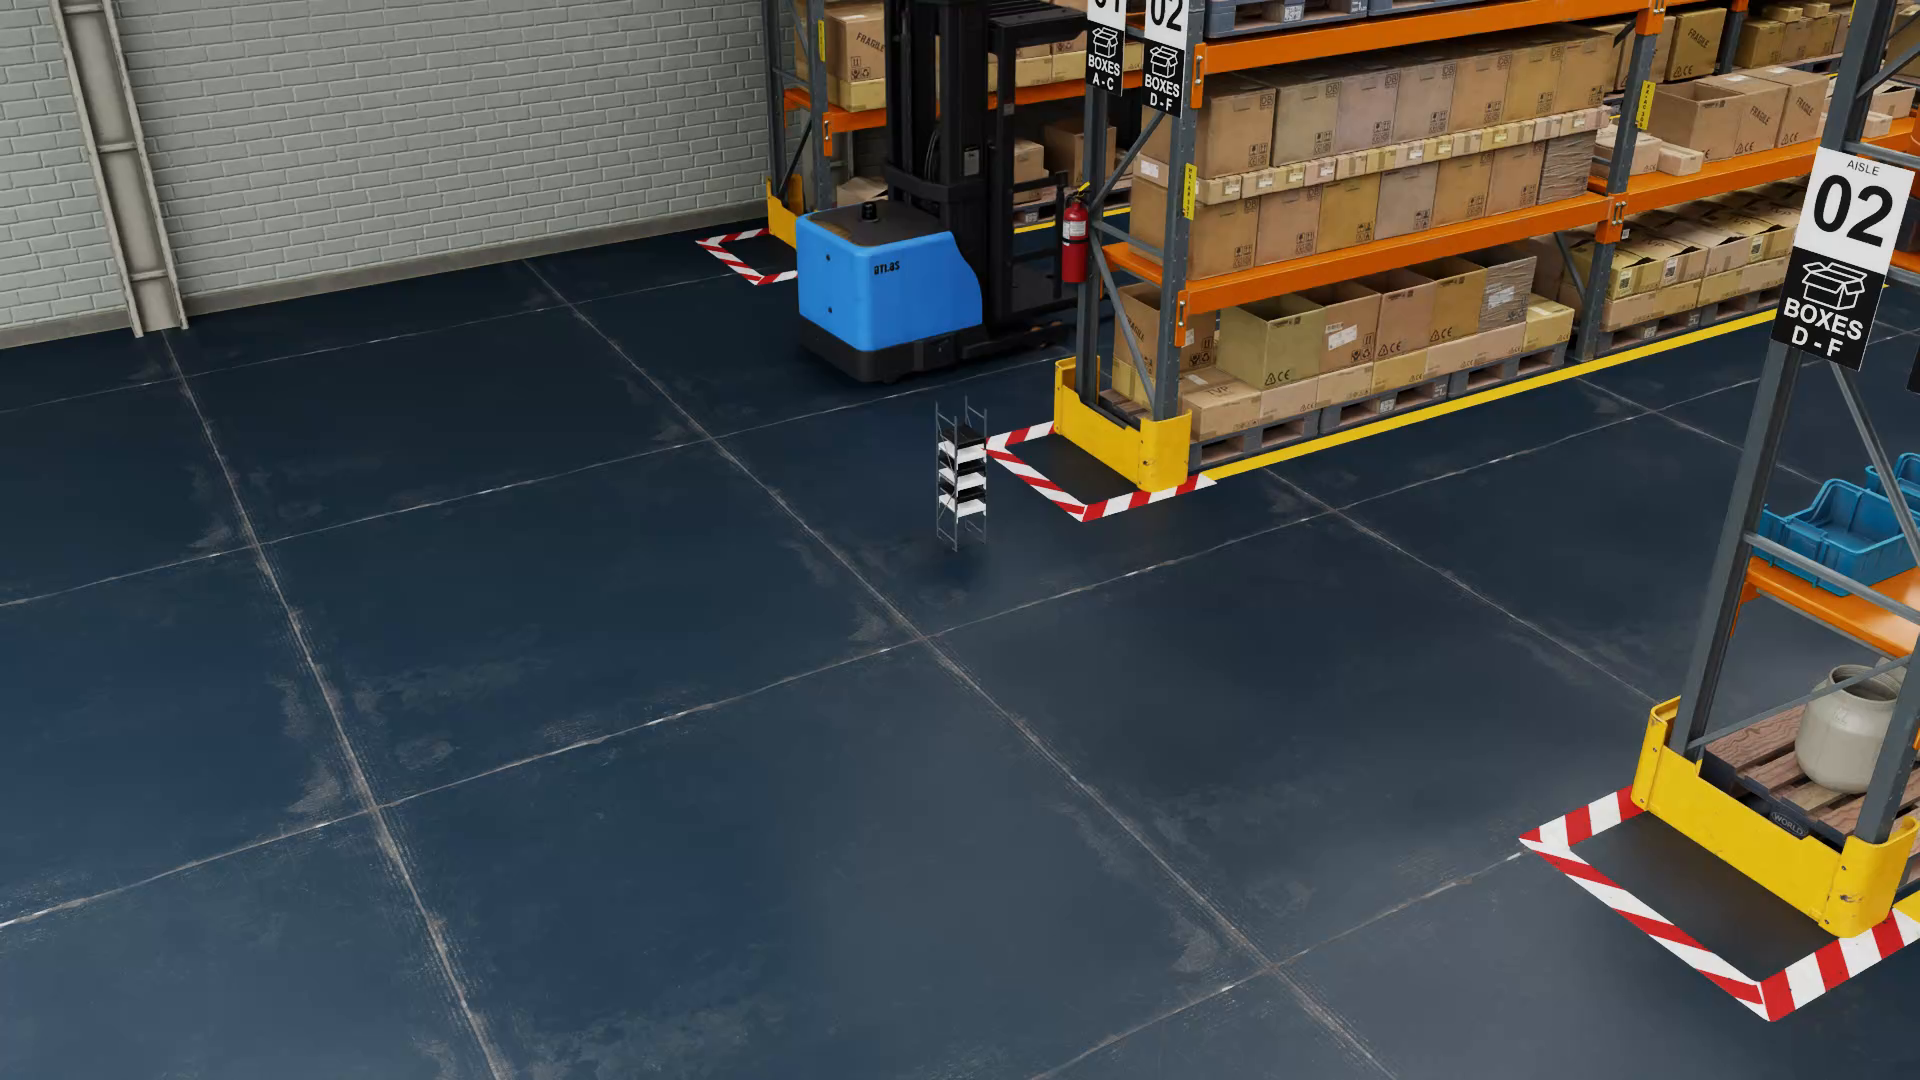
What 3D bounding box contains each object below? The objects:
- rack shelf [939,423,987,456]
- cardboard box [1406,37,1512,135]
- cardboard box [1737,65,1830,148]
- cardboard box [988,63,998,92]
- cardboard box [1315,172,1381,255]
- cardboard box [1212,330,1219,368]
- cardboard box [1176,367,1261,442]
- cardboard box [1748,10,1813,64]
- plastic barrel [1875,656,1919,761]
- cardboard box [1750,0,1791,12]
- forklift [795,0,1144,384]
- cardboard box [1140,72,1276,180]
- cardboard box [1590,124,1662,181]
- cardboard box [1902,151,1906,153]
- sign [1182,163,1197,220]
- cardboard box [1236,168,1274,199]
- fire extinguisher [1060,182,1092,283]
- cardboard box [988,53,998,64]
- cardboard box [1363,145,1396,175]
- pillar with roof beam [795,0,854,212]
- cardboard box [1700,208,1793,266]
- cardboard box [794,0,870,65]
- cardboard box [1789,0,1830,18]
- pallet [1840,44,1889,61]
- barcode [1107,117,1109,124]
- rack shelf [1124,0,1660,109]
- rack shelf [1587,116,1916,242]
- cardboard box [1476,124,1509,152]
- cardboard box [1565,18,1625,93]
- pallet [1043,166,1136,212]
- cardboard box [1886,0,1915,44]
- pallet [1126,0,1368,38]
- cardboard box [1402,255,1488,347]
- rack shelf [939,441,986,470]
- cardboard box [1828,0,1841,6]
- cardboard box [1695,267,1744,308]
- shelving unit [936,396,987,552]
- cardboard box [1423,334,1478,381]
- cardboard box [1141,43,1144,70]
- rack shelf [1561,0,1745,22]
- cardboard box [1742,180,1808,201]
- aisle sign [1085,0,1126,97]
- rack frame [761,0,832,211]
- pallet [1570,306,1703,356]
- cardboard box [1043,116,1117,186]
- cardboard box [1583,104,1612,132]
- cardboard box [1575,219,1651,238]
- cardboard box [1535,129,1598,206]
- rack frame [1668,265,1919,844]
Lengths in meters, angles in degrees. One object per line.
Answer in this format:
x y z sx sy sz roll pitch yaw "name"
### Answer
0.007 -0.603 9.922 0.200 0.077 0.258 -16 33 -26 "rack shelf"
3.298 -3.134 11.379 0.500 0.500 0.700 -16 33 -26 "cardboard box"
6.555 -3.486 13.358 0.500 0.500 0.500 -18 34 -29 "cardboard box"
0.047 -4.149 14.799 0.500 0.250 0.500 -16 33 -27 "cardboard box"
2.386 -2.304 11.216 0.500 0.500 0.700 -16 33 -26 "cardboard box"
1.834 -1.263 11.845 0.500 0.250 0.500 -16 33 -26 "cardboard box"
1.671 -0.920 11.223 0.500 0.250 0.500 -16 33 -26 "cardboard box"
10.061 -6.253 20.628 0.500 0.500 0.700 -16 33 -27 "cardboard box"
4.563 0.753 7.921 0.421 0.512 0.421 0 29 0 "plastic barrel"
10.080 -6.657 20.689 0.250 0.149 0.380 -17 33 -28 "cardboard box"
0.260 -2.973 12.603 3.031 2.935 1.130 -18 34 -29 "forklift"
1.551 -2.635 10.474 0.500 0.500 0.700 -16 33 -26 "cardboard box"
4.947 -2.953 12.652 0.500 0.250 0.500 -14 32 -23 "cardboard box"
8.727 -3.628 15.076 0.500 0.250 0.500 -15 32 -24 "cardboard box"
1.372 -2.082 9.941 0.005 0.325 0.100 -16 33 -26 "sign"
1.770 -2.301 10.540 0.250 0.149 0.380 -17 33 -28 "cardboard box"
0.759 -2.032 10.907 0.183 0.674 0.296 -16 33 -26 "fire extinguisher"
0.027 -4.468 14.599 0.500 0.500 0.500 -17 33 -28 "cardboard box"
2.653 -2.551 10.994 0.250 0.149 0.380 -16 33 -27 "cardboard box"
0.929 -5.329 10.592 0.400 9.000 9.100 -16 33 -26 "pillar with roof beam"
6.352 -2.480 13.470 0.500 0.311 0.500 -15 32 -25 "cardboard box"
-1.118 -4.439 14.548 0.500 0.500 0.500 -16 33 -27 "cardboard box"
10.464 -6.551 20.497 0.250 0.149 0.380 -17 33 -28 "cardboard box"
11.728 -6.431 21.685 1.213 0.211 1.003 -16 33 -26 "pallet"
1.445 -4.149 16.464 0.075 0.075 0.001 -16 33 -26 "barcode"
2.820 -3.389 10.927 4.000 0.370 1.077 -16 33 -26 "rack shelf"
6.269 -3.055 13.426 4.000 0.370 1.077 -16 33 -26 "rack shelf"
3.541 -2.804 11.452 0.250 0.149 0.380 -16 33 -27 "cardboard box"
6.940 -5.502 18.905 0.750 0.750 0.750 -16 33 -27 "cardboard box"
1.471 -3.543 16.452 1.213 0.211 1.003 -16 33 -26 "pallet"
11.825 -6.757 21.542 0.500 0.500 0.700 -16 33 -26 "cardboard box"
1.719 -3.338 10.181 1.213 0.211 1.003 -16 33 -26 "pallet"
3.389 -1.743 11.938 0.500 0.500 0.500 -16 33 -26 "cardboard box"
0.007 -0.524 9.965 0.200 0.077 0.258 -16 33 -26 "rack shelf"
10.960 -6.907 21.142 0.250 0.149 0.380 -15 32 -26 "cardboard box"
5.905 -2.108 13.377 0.500 0.250 0.500 -17 33 -28 "cardboard box"
0.007 -0.396 10.036 0.210 0.900 0.258 -16 33 -26 "shelving unit"
3.396 -1.409 12.110 0.500 0.250 0.500 -16 33 -26 "cardboard box"
1.777 -4.644 15.695 0.500 0.250 0.500 -16 33 -26 "cardboard box"
7.205 -6.097 18.938 4.000 0.370 1.077 -16 33 -26 "rack shelf"
6.944 -2.947 14.316 0.500 0.311 0.500 -17 33 -28 "cardboard box"
0.891 -3.146 10.155 0.004 0.787 0.394 -16 33 -26 "aisle sign"
-1.417 -3.964 14.328 0.127 3.000 1.000 -16 33 -26 "rack frame"
5.160 -1.856 13.395 1.213 0.211 1.003 -16 33 -26 "pallet"
1.157 -3.770 16.109 0.500 0.500 0.500 -19 34 -30 "cardboard box"
4.419 -3.052 11.902 0.250 0.149 0.380 -16 33 -26 "cardboard box"
5.194 -2.454 13.424 0.500 0.311 0.500 -15 32 -25 "cardboard box"
4.165 -2.813 12.139 0.500 0.500 0.700 -17 33 -28 "cardboard box"
3.602 0.163 6.850 0.127 3.000 1.000 -16 33 -26 "rack frame"
